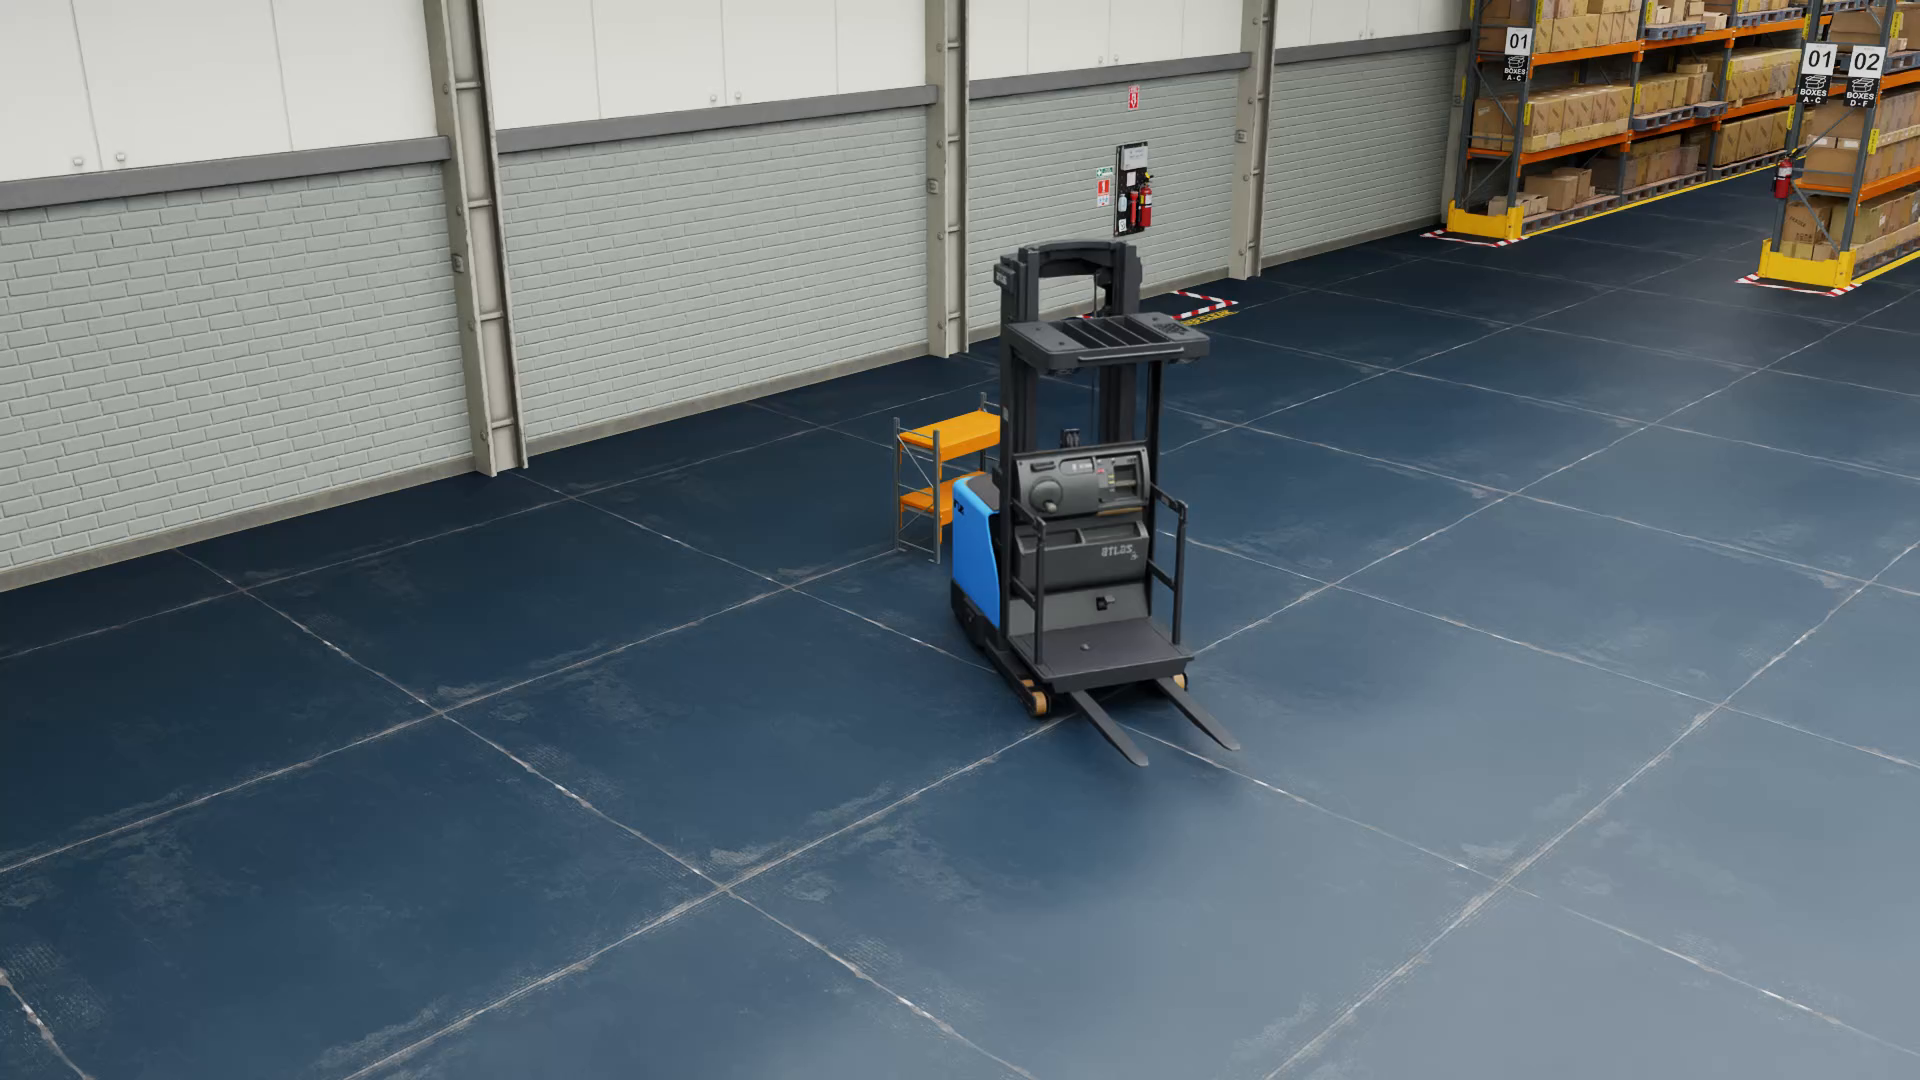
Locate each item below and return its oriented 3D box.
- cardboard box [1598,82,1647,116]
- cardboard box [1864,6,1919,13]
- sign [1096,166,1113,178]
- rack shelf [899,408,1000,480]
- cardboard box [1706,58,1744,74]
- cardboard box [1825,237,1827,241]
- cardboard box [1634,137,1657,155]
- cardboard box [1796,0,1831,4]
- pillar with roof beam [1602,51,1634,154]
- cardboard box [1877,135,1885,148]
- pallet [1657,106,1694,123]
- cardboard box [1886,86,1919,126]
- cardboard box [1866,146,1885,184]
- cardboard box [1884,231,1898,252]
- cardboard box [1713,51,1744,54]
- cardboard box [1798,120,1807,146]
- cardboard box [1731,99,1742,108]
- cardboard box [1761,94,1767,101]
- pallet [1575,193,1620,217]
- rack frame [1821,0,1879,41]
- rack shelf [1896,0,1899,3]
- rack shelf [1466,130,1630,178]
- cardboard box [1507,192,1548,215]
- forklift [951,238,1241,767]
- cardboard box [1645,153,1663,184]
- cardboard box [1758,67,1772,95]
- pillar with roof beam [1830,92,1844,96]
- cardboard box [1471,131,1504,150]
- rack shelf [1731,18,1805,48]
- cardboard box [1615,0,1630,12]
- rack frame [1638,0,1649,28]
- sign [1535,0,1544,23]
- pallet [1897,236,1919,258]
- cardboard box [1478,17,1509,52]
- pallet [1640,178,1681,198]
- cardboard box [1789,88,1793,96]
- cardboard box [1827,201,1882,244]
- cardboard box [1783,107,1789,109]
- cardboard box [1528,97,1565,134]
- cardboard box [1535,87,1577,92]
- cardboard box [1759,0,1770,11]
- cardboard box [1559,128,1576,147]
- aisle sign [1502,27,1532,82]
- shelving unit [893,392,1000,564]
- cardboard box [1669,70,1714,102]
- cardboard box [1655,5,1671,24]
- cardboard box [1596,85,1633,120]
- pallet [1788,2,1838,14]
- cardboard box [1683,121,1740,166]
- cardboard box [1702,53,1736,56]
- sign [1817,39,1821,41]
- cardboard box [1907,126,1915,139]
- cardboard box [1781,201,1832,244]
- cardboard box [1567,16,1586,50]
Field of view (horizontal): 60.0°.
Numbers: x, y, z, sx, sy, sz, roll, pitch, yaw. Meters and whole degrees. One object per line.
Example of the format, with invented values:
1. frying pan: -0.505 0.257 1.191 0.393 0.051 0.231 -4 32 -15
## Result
1. cardboard box: 11.531 -7.710 29.062 0.700 0.500 0.500 19 28 41
2. cardboard box: 13.464 -7.415 23.941 0.637 0.503 0.797 -16 26 -36
3. sign: 1.842 -4.682 21.150 0.001 0.109 0.331 19 28 41
4. rack shelf: 0.005 -0.800 13.634 0.538 0.278 1.000 19 28 41
5. cardboard box: 14.463 -8.968 31.461 0.500 0.250 0.500 -19 28 -41
6. cardboard box: 12.415 -4.324 24.254 0.500 0.250 0.500 19 28 41
7. cardboard box: 12.318 -7.166 30.226 0.500 0.250 0.500 18 28 39
8. cardboard box: 17.403 -11.076 33.877 0.500 0.250 0.500 19 28 40
9. pillar with roof beam: 15.499 -9.969 27.330 9.100 9.000 0.400 19 28 41
10. cardboard box: 12.698 -5.597 23.274 0.380 0.149 0.250 19 28 41
11. pallet: 12.590 -7.755 30.200 1.003 0.211 1.213 19 28 41
12. cardboard box: 13.696 -6.375 24.393 0.700 0.500 0.500 19 28 41
13. cardboard box: 12.610 -5.368 23.583 0.500 0.500 0.700 -19 28 -41
14. cardboard box: 13.494 -4.448 24.576 0.500 0.250 0.500 19 28 41
15. cardboard box: 15.151 -9.485 32.804 0.500 0.250 0.500 18 28 39
16. cardboard box: 17.327 -8.588 34.997 0.700 0.500 0.500 20 29 41
17. cardboard box: 14.765 -8.392 31.912 0.250 0.149 0.380 -19 28 -40
18. cardboard box: 15.781 -8.811 33.001 0.380 0.149 0.250 18 28 39
19. pallet: 10.708 -5.852 28.869 1.003 0.211 1.213 19 28 41
20. rack frame: 19.522 -10.420 36.866 1.000 3.000 0.127 19 28 41
21. rack shelf: 13.308 -7.860 23.404 1.077 0.370 4.000 19 28 41
22. rack shelf: 9.756 -6.486 27.632 1.077 0.370 4.000 19 28 41
23. cardboard box: 9.306 -5.560 27.354 0.500 0.311 0.500 -17 27 -38
24. forklift: 0.890 -0.373 10.821 1.130 2.935 3.031 -7 22 -18
25. cardboard box: 12.362 -6.834 30.406 0.700 0.500 0.500 20 28 41
26. cardboard box: 15.540 -9.015 32.628 0.500 0.500 0.500 -19 28 -41
27. pillar with roof beam: 23.871 -13.054 35.355 9.100 9.000 0.400 19 28 41
28. cardboard box: 8.548 -6.415 26.628 0.500 0.250 0.500 -20 28 -41
29. rack shelf: 15.337 -9.942 32.444 1.077 0.370 4.000 19 28 41
30. cardboard box: 10.619 -8.917 27.215 0.500 0.500 0.500 -18 28 -39
31. rack frame: 11.151 -10.136 27.764 1.000 3.000 0.127 19 28 41
32. sign: 8.750 -7.980 25.117 0.100 0.325 0.005 19 28 41
33. pallet: 14.118 -4.601 25.613 1.003 0.211 1.213 19 28 41
34. cardboard box: 8.470 -7.934 26.050 0.500 0.500 0.500 -18 27 -38
35. pallet: 12.544 -6.550 30.682 1.003 0.211 1.213 19 28 41
36. cardboard box: 16.699 -9.126 33.822 0.380 0.149 0.250 20 28 41
37. cardboard box: 12.793 -4.542 23.775 0.500 0.500 0.500 19 28 41
38. cardboard box: 17.810 -9.172 35.612 0.380 0.149 0.250 20 28 41
39. cardboard box: 9.261 -6.769 26.502 0.500 0.500 0.500 19 28 41
40. cardboard box: 9.958 -7.298 27.878 0.500 0.500 0.500 -19 28 -41
41. cardboard box: 15.302 -10.573 32.331 0.700 0.500 0.500 19 28 41
42. cardboard box: 9.640 -6.559 27.002 0.500 0.250 0.500 19 28 40
43. aisle sign: 8.525 -7.427 25.456 0.394 0.787 0.004 19 28 41
44. shelving unit: 0.005 -0.527 13.739 0.538 1.125 1.048 19 28 41
45. cardboard box: 13.621 -8.493 31.098 0.700 0.500 0.500 15 26 35
46. cardboard box: 12.019 -9.169 28.969 0.500 0.311 0.500 -19 28 -40
47. cardboard box: 11.043 -7.426 28.212 0.500 0.500 0.500 19 28 41
48. pallet: 17.310 -10.958 34.209 1.003 0.211 1.213 19 28 41
49. cardboard box: 14.548 -7.713 32.232 0.750 0.750 0.750 19 28 40
50. cardboard box: 14.796 -9.353 32.463 0.500 0.250 0.500 18 28 39
51. sign: 19.129 -11.002 37.062 0.100 0.325 0.005 19 28 41
52. cardboard box: 13.597 -5.928 24.134 0.250 0.149 0.380 -19 28 -40
53. cardboard box: 12.073 -4.543 23.778 0.500 0.500 0.500 19 28 41
54. cardboard box: 9.533 -8.050 26.352 0.500 0.500 0.500 -19 28 -40
